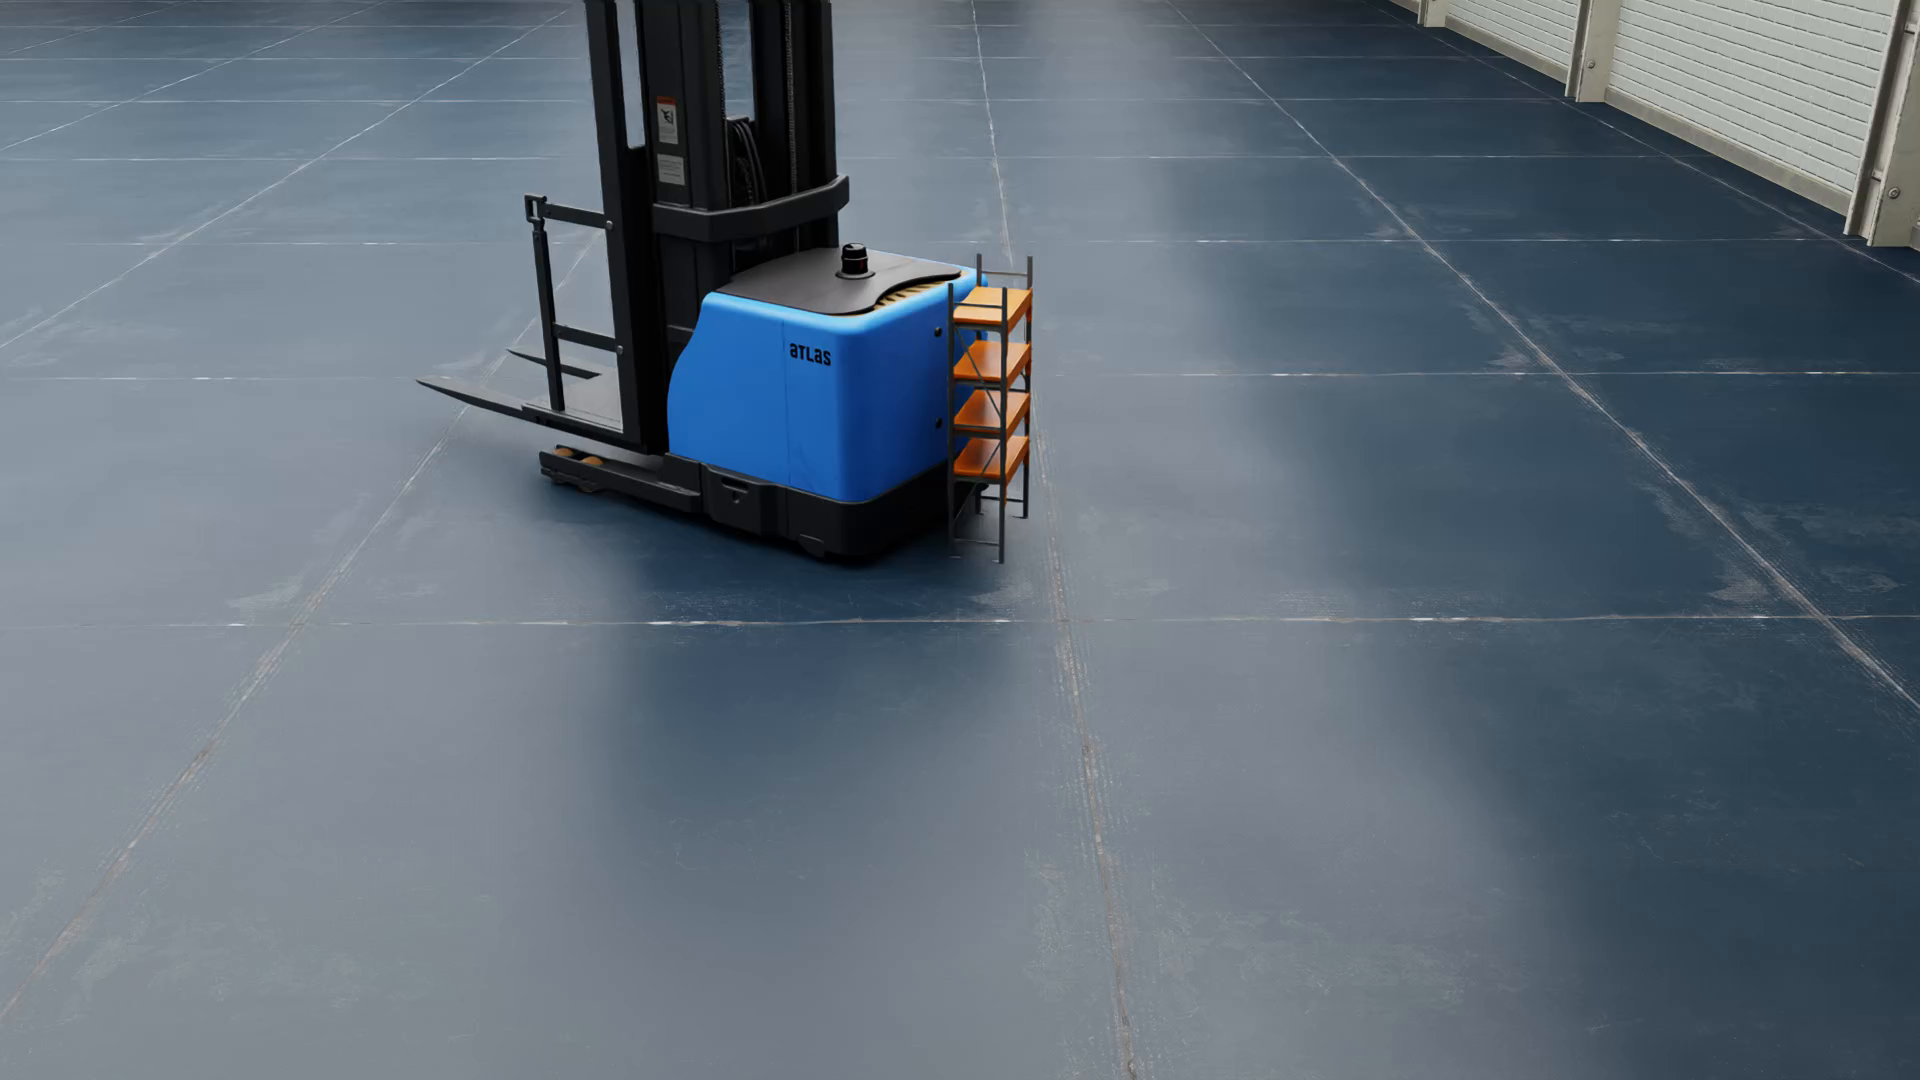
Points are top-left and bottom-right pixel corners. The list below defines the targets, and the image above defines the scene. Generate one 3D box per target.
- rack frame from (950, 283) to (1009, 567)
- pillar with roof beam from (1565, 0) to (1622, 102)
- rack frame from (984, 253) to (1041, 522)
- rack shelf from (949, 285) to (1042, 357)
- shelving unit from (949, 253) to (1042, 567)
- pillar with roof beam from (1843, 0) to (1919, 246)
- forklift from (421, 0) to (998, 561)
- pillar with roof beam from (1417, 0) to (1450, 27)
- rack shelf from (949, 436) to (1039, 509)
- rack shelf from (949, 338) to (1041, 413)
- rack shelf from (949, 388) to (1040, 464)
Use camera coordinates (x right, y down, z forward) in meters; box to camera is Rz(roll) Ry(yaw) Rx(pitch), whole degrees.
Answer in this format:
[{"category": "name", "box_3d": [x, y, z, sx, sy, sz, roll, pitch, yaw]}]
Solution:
[{"category": "rack frame", "box_3d": [0.075, -0.453, 6.795, 0.240, 1.200, 0.015, 8, 25, 16]}, {"category": "pillar with roof beam", "box_3d": [2.294, -8.737, 15.647, 9.100, 9.000, 0.400, 0, 24, -1]}, {"category": "rack frame", "box_3d": [0.224, -0.644, 7.218, 0.240, 1.200, 0.015, 8, 25, 16]}, {"category": "rack shelf", "box_3d": [0.150, -0.906, 6.844, 0.258, 0.148, 0.480, 8, 25, 16]}, {"category": "shelving unit", "box_3d": [0.150, -0.548, 7.006, 0.258, 1.200, 0.503, 8, 25, 16]}, {"category": "pillar with roof beam", "box_3d": [2.360, -6.264, 10.180, 9.100, 9.000, 0.400, 0, 24, -1]}, {"category": "forklift", "box_3d": [-1.329, -1.707, 7.467, 3.031, 2.935, 1.130, 16, 29, 31]}, {"category": "pillar with roof beam", "box_3d": [2.229, -11.209, 21.113, 9.100, 9.000, 0.400, 0, 24, -1]}, {"category": "rack shelf", "box_3d": [0.150, -0.306, 7.116, 0.258, 0.148, 0.480, 8, 25, 16]}, {"category": "rack shelf", "box_3d": [0.150, -0.691, 6.942, 0.258, 0.148, 0.480, 8, 25, 16]}, {"category": "rack shelf", "box_3d": [0.150, -0.487, 7.034, 0.258, 0.148, 0.480, 8, 25, 16]}]
